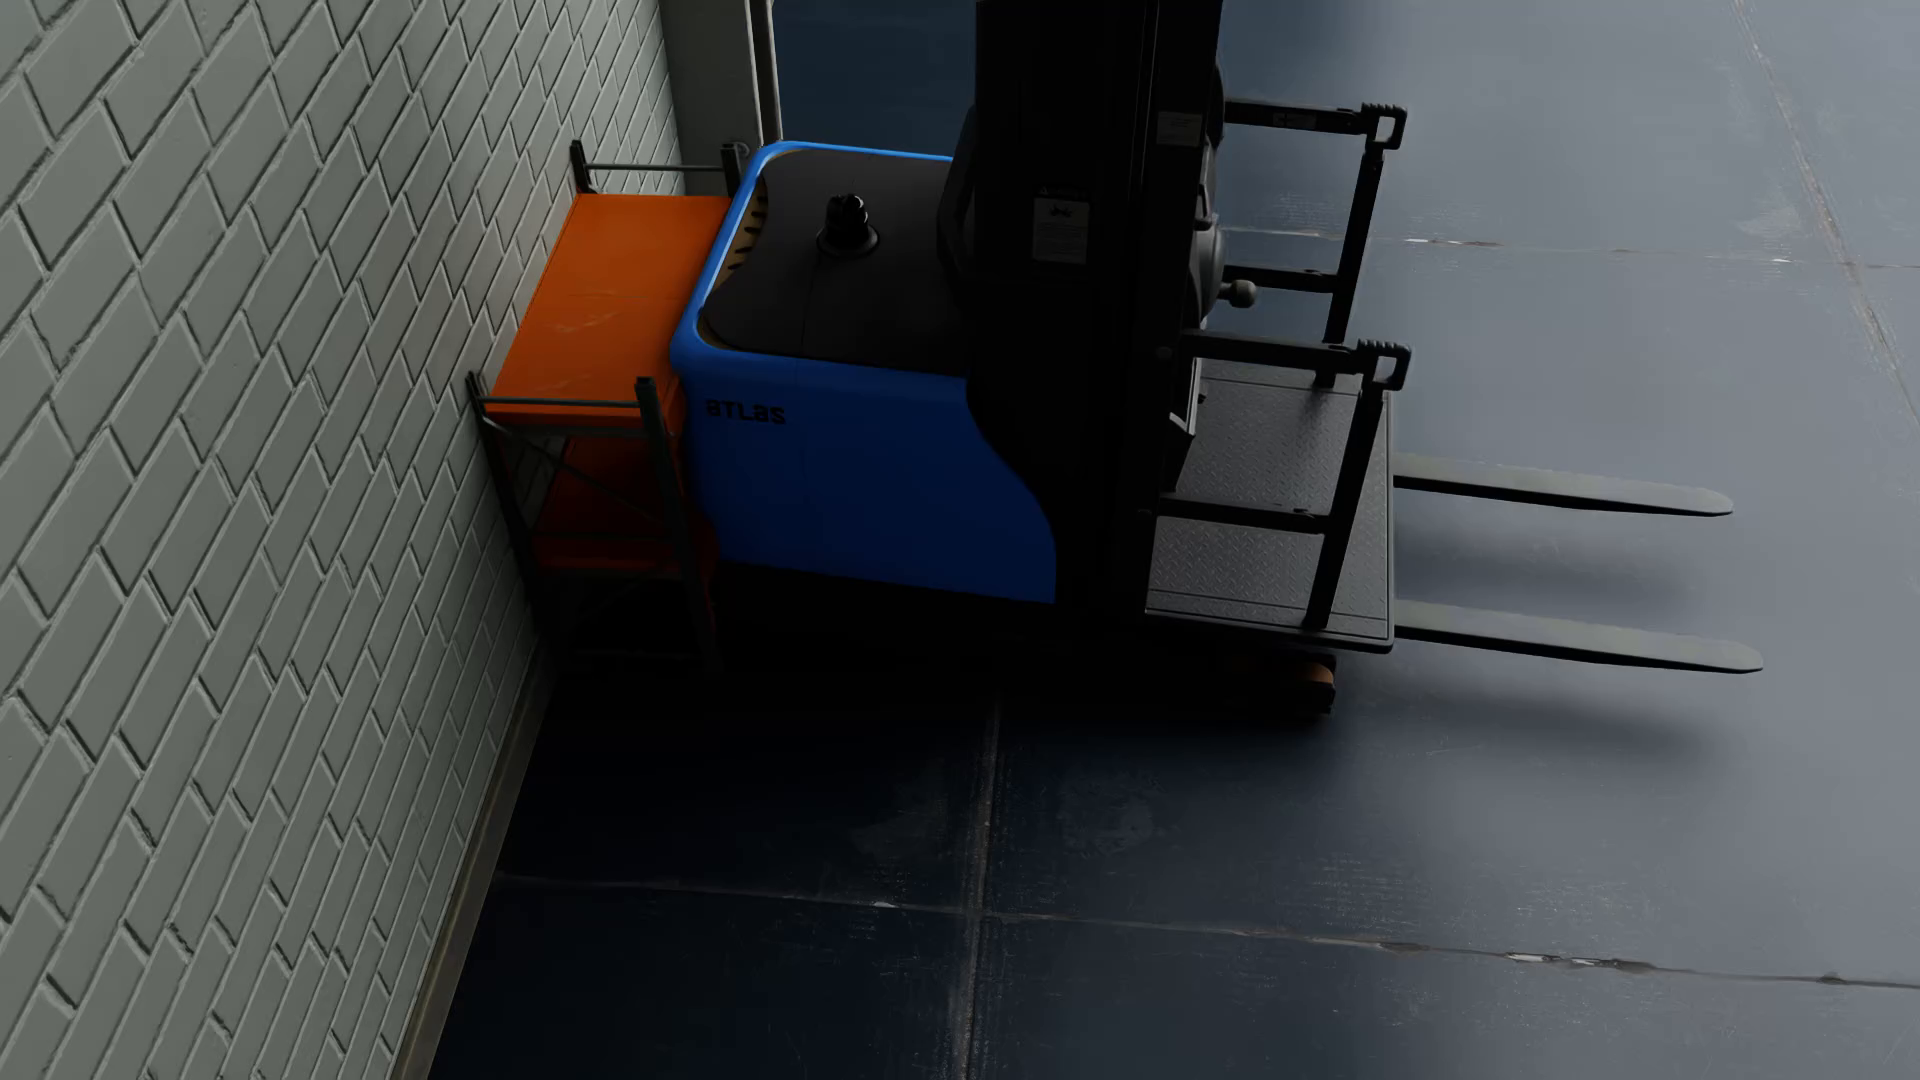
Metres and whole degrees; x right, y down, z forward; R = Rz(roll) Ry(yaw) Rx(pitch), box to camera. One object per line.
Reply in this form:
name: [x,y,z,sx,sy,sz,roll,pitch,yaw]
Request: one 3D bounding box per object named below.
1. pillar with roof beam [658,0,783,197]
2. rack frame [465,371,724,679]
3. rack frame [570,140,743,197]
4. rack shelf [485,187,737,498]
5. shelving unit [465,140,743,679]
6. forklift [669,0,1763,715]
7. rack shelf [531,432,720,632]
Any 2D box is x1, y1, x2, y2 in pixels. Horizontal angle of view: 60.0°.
pillar with roof beam: [3.431,-4.056,2.861,9.100,9.000,0.400,4,48,4]
rack frame: [-0.966,-0.007,4.461,0.500,1.125,0.032,3,47,6]
rack frame: [-0.857,-0.742,5.155,0.500,1.125,0.032,3,47,6]
rack shelf: [-0.926,-0.576,4.597,0.538,0.278,1.000,3,47,6]
shelving unit: [-0.912,-0.374,4.808,0.538,1.125,1.048,3,47,6]
forklift: [0.797,-0.912,4.098,3.031,2.935,1.130,7,48,7]
rack shelf: [-0.900,-0.206,4.985,0.538,0.278,1.000,3,47,6]
